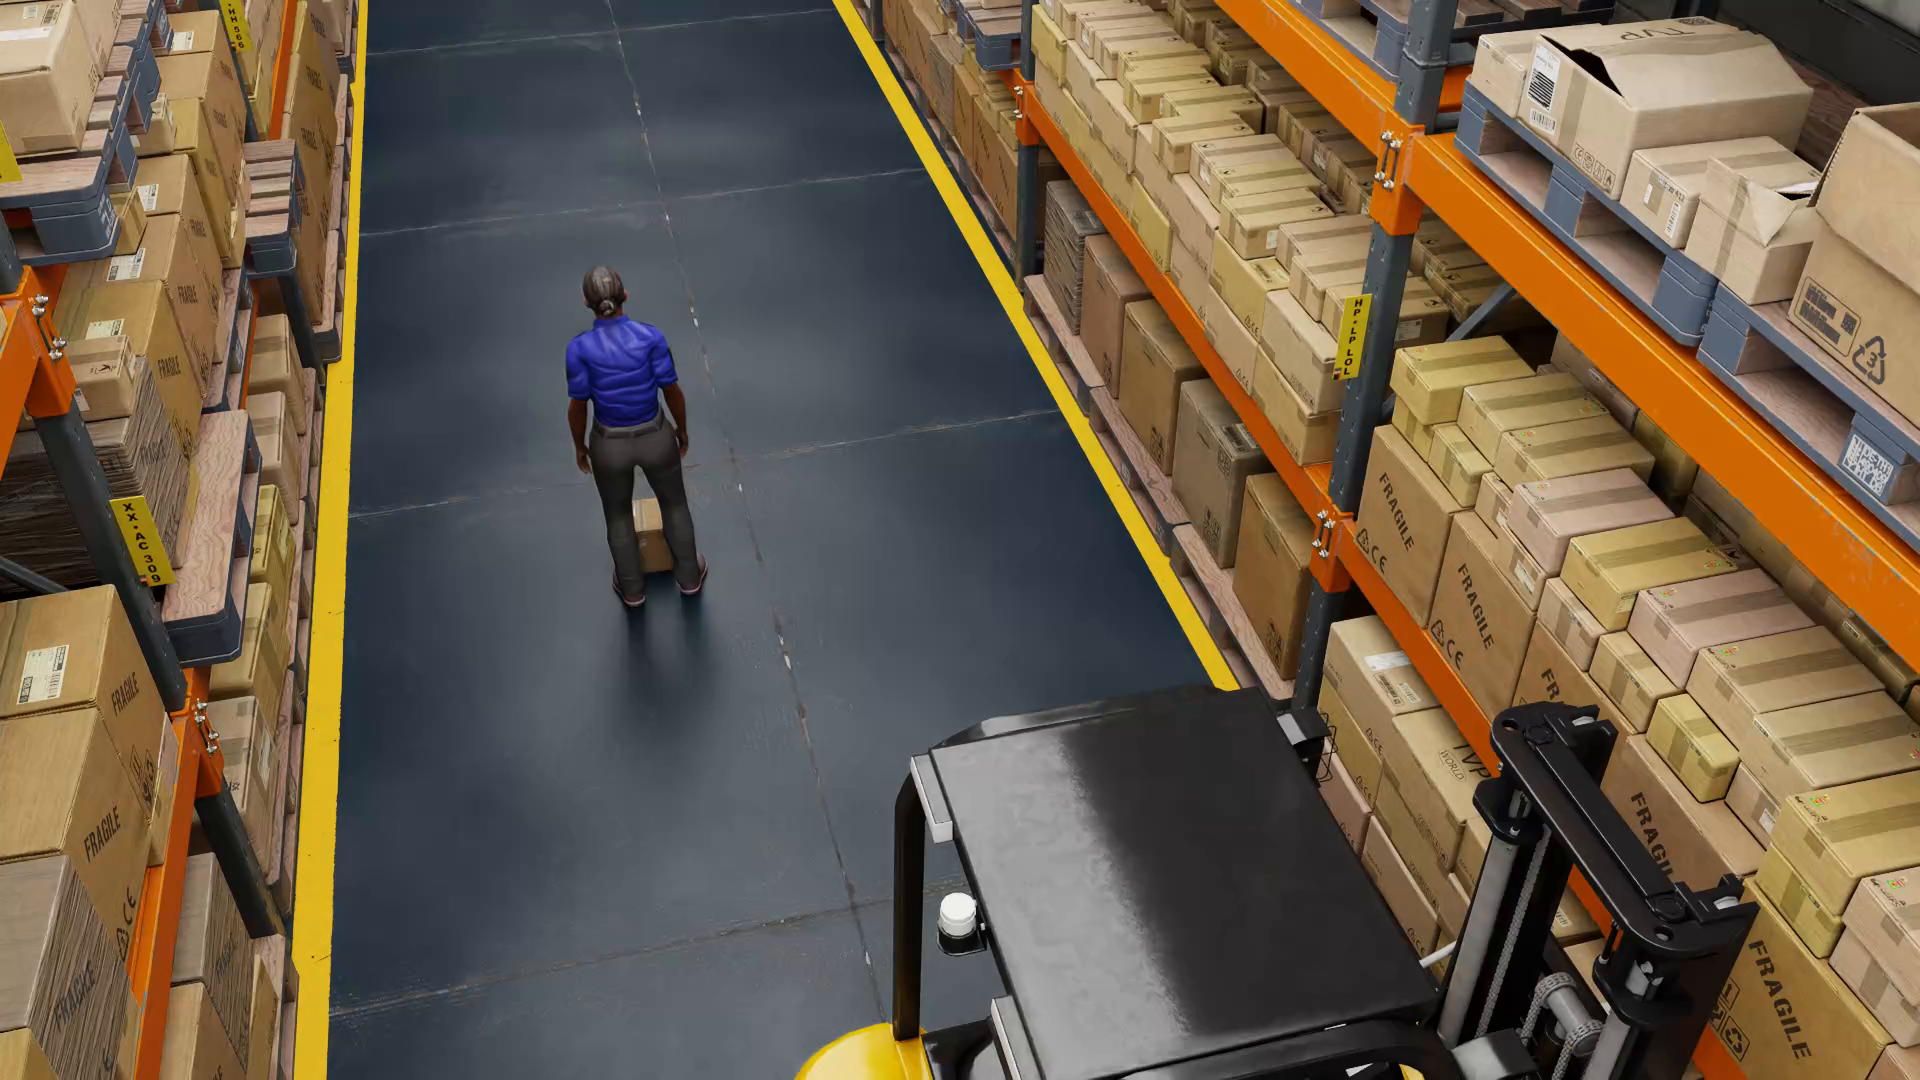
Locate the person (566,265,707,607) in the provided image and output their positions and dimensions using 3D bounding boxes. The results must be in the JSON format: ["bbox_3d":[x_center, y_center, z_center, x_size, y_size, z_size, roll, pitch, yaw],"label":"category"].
[{"bbox_3d":[-1.424,-0.431,7.261,0.515,1.654,0.353,-10,39,-12],"label":"person"}]
